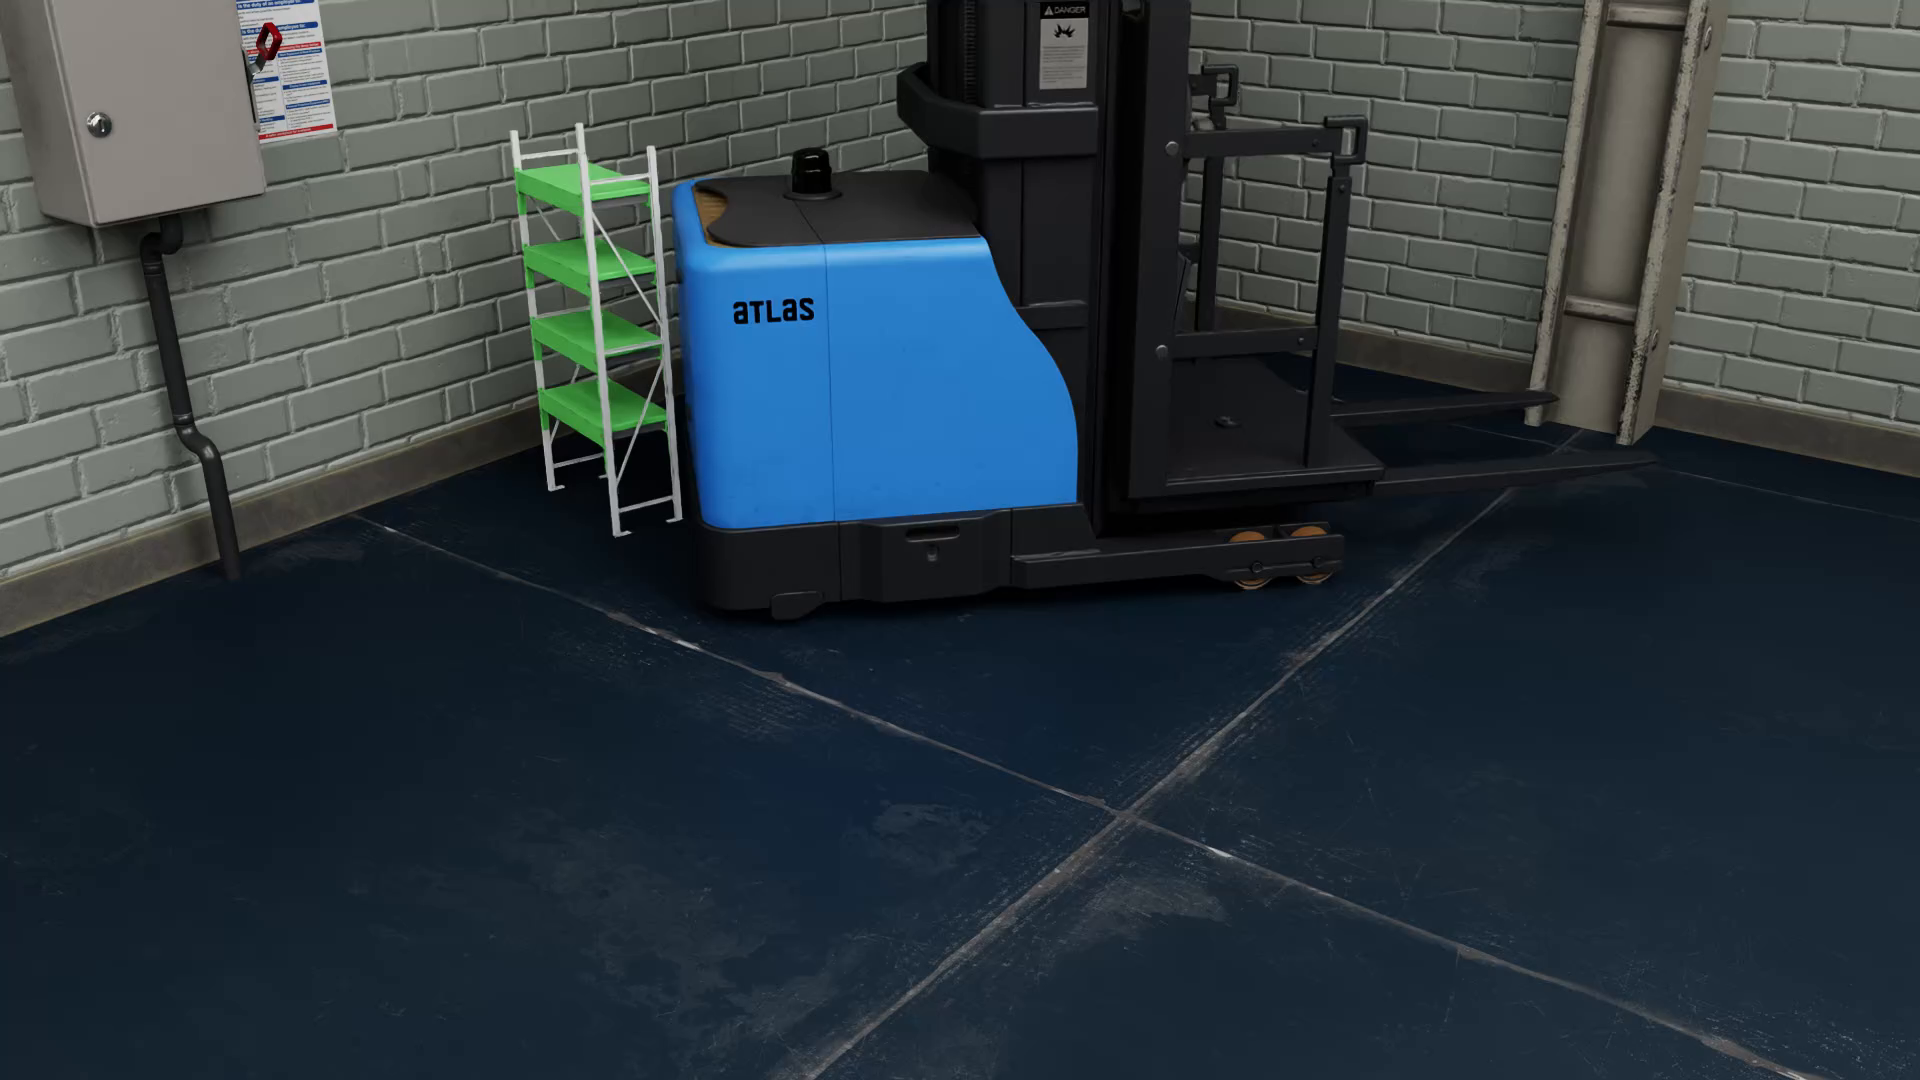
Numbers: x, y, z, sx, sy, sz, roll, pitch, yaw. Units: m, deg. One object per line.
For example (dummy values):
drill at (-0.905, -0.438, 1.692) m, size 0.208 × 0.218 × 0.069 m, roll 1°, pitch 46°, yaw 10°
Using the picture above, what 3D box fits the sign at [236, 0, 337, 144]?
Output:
sign at (-2.013, -1.430, 4.893) m, size 0.001 × 0.494 × 0.329 m, roll 17°, pitch 29°, yaw 33°

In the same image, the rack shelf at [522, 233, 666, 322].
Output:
rack shelf at (-1.148, -0.827, 5.203) m, size 0.258 × 0.148 × 0.480 m, roll -17°, pitch 29°, yaw -33°

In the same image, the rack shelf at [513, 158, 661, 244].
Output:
rack shelf at (-1.148, -1.047, 5.106) m, size 0.258 × 0.148 × 0.480 m, roll -17°, pitch 29°, yaw -33°

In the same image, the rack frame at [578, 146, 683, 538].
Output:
rack frame at (-1.001, -0.588, 5.096) m, size 0.240 × 1.200 × 0.015 m, roll -17°, pitch 29°, yaw -33°

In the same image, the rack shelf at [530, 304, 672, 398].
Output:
rack shelf at (-1.148, -0.608, 5.300) m, size 0.258 × 0.148 × 0.480 m, roll -17°, pitch 29°, yaw -33°

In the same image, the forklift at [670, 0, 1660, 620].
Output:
forklift at (0.673, -1.401, 4.794) m, size 3.031 × 2.935 × 1.130 m, roll -5°, pitch 24°, yaw -11°

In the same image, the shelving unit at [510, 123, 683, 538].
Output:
shelving unit at (-1.148, -0.666, 5.274) m, size 0.258 × 1.200 × 0.503 m, roll -17°, pitch 29°, yaw -33°

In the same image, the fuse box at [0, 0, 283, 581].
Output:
fuse box at (-2.144, -0.674, 4.659) m, size 0.414 × 1.711 × 0.539 m, roll 17°, pitch 29°, yaw 33°

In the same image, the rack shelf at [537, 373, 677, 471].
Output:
rack shelf at (-1.148, -0.388, 5.397) m, size 0.258 × 0.148 × 0.480 m, roll -17°, pitch 29°, yaw -33°

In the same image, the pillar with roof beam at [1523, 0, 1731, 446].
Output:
pillar with roof beam at (-0.219, -3.167, 1.278) m, size 0.400 × 9.000 × 9.100 m, roll 17°, pitch 29°, yaw 33°

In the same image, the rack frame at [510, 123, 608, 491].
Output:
rack frame at (-1.295, -0.745, 5.452) m, size 0.240 × 1.200 × 0.015 m, roll -17°, pitch 29°, yaw -33°
